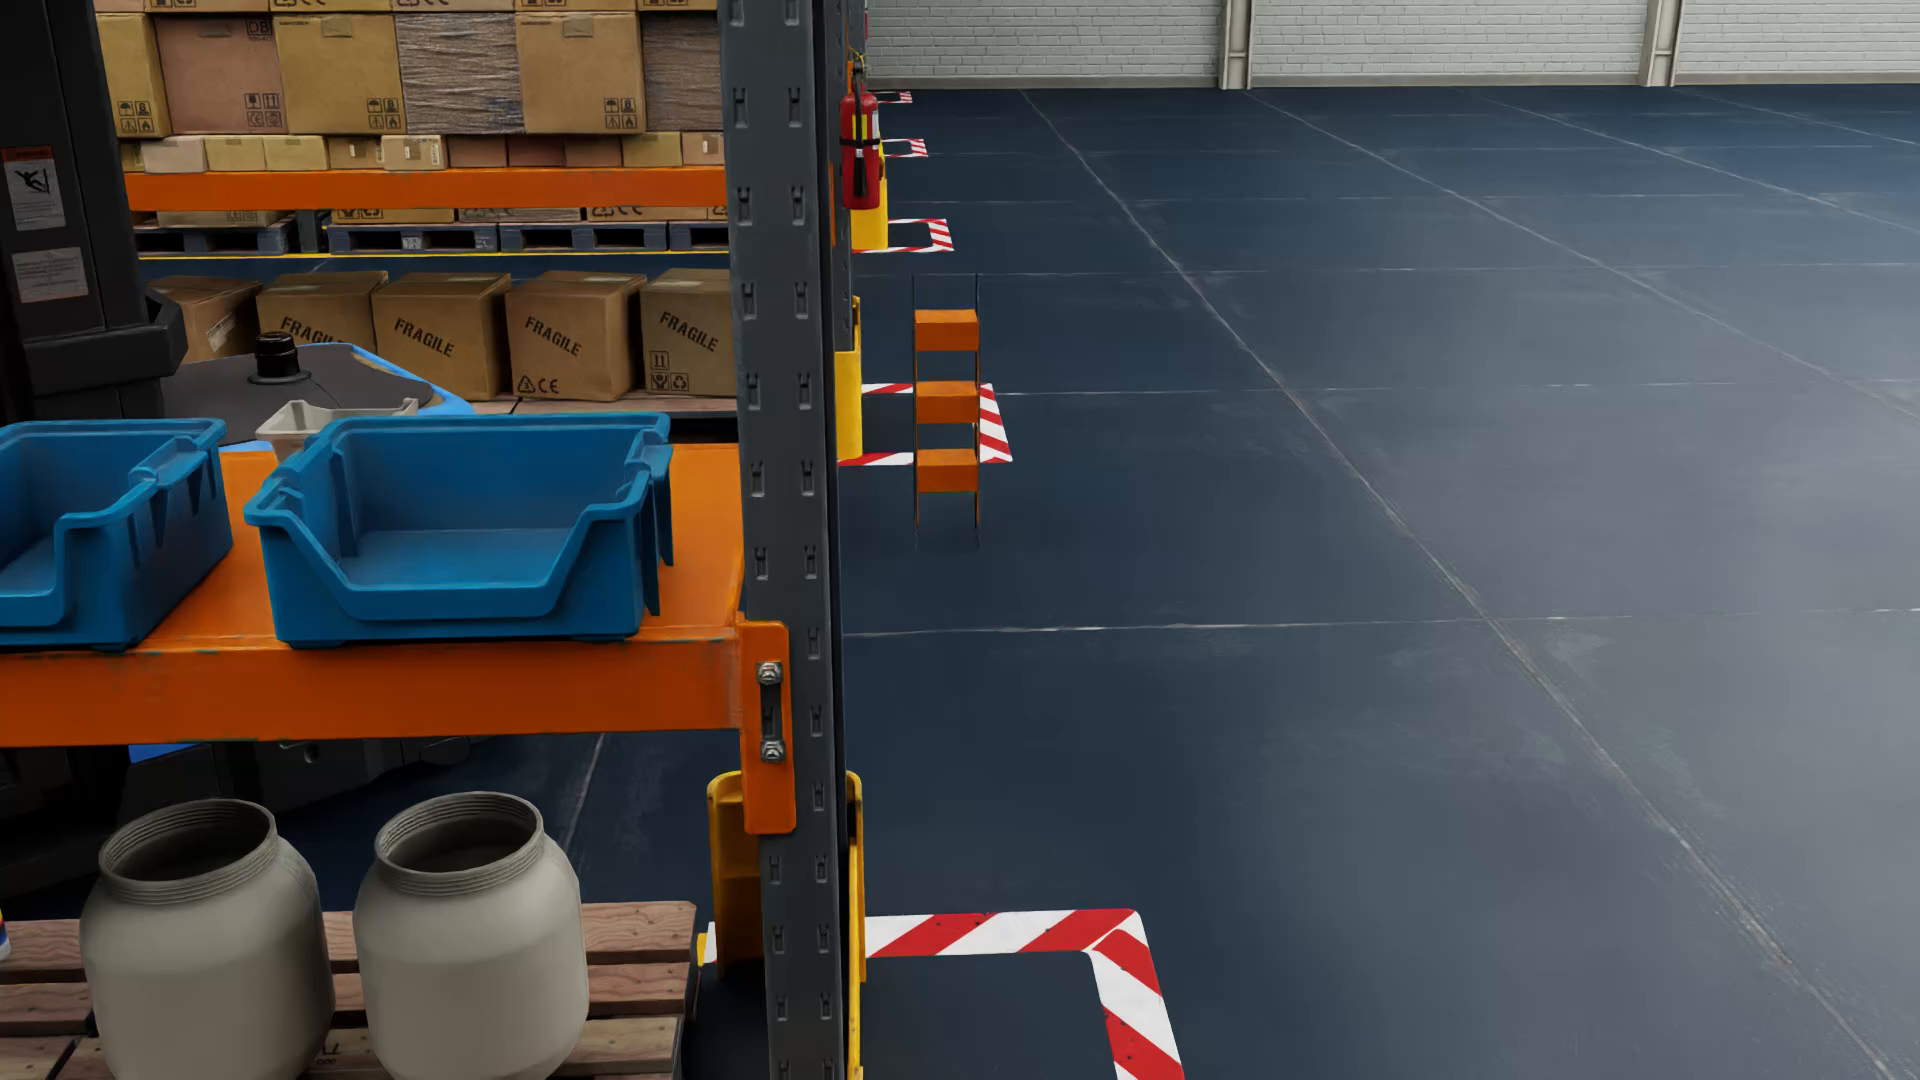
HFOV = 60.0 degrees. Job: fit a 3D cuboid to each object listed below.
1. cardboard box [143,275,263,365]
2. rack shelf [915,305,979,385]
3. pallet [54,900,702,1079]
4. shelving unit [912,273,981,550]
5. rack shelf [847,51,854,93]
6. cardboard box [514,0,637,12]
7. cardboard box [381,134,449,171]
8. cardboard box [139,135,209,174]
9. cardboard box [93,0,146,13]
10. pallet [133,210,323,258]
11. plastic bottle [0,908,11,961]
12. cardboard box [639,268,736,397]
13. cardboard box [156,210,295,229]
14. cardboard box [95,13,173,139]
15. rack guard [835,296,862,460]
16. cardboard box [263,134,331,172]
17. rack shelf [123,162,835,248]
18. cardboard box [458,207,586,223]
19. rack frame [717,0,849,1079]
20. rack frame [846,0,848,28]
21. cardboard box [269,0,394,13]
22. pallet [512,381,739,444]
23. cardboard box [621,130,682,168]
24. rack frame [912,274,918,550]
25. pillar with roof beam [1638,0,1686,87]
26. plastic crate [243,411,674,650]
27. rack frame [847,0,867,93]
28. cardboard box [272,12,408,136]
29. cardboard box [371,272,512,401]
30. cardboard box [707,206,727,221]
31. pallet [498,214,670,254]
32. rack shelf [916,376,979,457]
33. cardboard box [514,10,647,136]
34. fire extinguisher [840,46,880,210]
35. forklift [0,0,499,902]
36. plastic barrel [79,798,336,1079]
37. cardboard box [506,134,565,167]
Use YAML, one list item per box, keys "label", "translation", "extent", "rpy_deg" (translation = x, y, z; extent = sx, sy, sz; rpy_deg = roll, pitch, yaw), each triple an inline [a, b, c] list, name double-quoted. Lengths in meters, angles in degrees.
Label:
- label: "cardboard box"
  translation: [-3.598, -0.931, 7.773]
  extent: [0.500, 0.500, 0.500]
  rpy_deg: [5, 22, 14]
- label: "rack shelf"
  translation: [-0.053, -0.745, 6.334]
  extent: [0.240, 0.259, 0.215]
  rpy_deg: [-1, 21, -3]
- label: "pallet"
  translation: [-1.179, 1.120, 3.384]
  extent: [1.213, 0.211, 1.003]
  rpy_deg: [-1, 21, -3]
- label: "shelving unit"
  translation: [-0.053, -0.490, 6.431]
  extent: [0.252, 1.050, 0.215]
  rpy_deg: [-1, 21, -3]
- label: "rack shelf"
  translation: [-2.756, -3.363, 12.249]
  extent: [4.000, 0.370, 1.077]
  rpy_deg: [-1, 21, -3]
- label: "cardboard box"
  translation: [-1.611, -2.518, 7.054]
  extent: [0.500, 0.500, 0.500]
  rpy_deg: [-1, 21, -3]
- label: "cardboard box"
  translation: [-2.341, -1.712, 7.254]
  extent: [0.250, 0.149, 0.380]
  rpy_deg: [-1, 21, -3]
- label: "cardboard box"
  translation: [-3.339, -1.689, 7.195]
  extent: [0.250, 0.149, 0.380]
  rpy_deg: [-1, 21, -3]
- label: "cardboard box"
  translation: [-3.608, -2.477, 6.948]
  extent: [0.500, 0.500, 0.500]
  rpy_deg: [-1, 21, -3]
- label: "pallet"
  translation: [-5.519, -2.313, 12.399]
  extent: [1.213, 0.211, 1.003]
  rpy_deg: [-1, 21, -3]
- label: "plastic bottle"
  translation: [-2.122, 0.779, 3.575]
  extent: [0.097, 0.271, 0.097]
  rpy_deg: [0, 21, 0]
- label: "cardboard box"
  translation: [-1.201, -0.997, 7.947]
  extent: [0.500, 0.500, 0.500]
  rpy_deg: [3, 21, 7]
- label: "cardboard box"
  translation: [-5.367, -2.759, 12.223]
  extent: [0.750, 0.750, 1.050]
  rpy_deg: [-1, 21, -3]
- label: "cardboard box"
  translation: [-3.617, -2.065, 7.271]
  extent: [0.500, 0.500, 0.875]
  rpy_deg: [-1, 21, -3]
- label: "rack guard"
  translation: [-0.653, -0.806, 8.036]
  extent: [0.348, 0.500, 1.175]
  rpy_deg: [-1, 21, -3]
- label: "cardboard box"
  translation: [-2.842, -1.710, 7.250]
  extent: [0.250, 0.149, 0.380]
  rpy_deg: [-1, 21, -3]
- label: "rack shelf"
  translation: [-2.574, -1.599, 7.616]
  extent: [4.000, 0.370, 1.077]
  rpy_deg: [-1, 21, -3]
- label: "cardboard box"
  translation: [-3.221, -2.869, 12.338]
  extent: [0.875, 0.875, 0.875]
  rpy_deg: [-1, 21, -3]
- label: "rack frame"
  translation: [-0.294, -0.216, 2.974]
  extent: [0.127, 3.000, 1.000]
  rpy_deg: [-1, 21, -3]
- label: "rack frame"
  translation: [-1.143, -5.496, 16.841]
  extent: [0.127, 3.000, 1.000]
  rpy_deg: [-1, 21, -3]
- label: "cardboard box"
  translation: [-2.610, -2.501, 7.011]
  extent: [0.500, 0.500, 0.500]
  rpy_deg: [-1, 21, -3]
- label: "pallet"
  translation: [-1.466, -0.667, 8.077]
  extent: [1.213, 0.211, 1.003]
  rpy_deg: [-1, 21, -3]
- label: "cardboard box"
  translation: [-1.346, -1.751, 7.358]
  extent: [0.250, 0.149, 0.380]
  rpy_deg: [-1, 21, -3]
- label: "rack frame"
  translation: [-0.175, -0.487, 6.425]
  extent: [0.008, 1.050, 0.200]
  rpy_deg: [-1, 21, -3]
- label: "pillar with roof beam"
  translation: [10.050, -9.084, 17.832]
  extent: [0.400, 9.000, 9.100]
  rpy_deg: [-1, 21, -3]
- label: "plastic crate"
  translation: [-0.777, -0.030, 2.694]
  extent: [0.616, 0.251, 0.499]
  rpy_deg: [-1, 21, -3]
- label: "rack frame"
  translation: [-0.759, -3.740, 12.228]
  extent: [0.127, 3.000, 1.000]
  rpy_deg: [-1, 21, -3]
- label: "cardboard box"
  translation: [-2.622, -2.107, 7.380]
  extent: [0.500, 0.500, 0.875]
  rpy_deg: [-1, 21, -3]
- label: "cardboard box"
  translation: [-2.422, -0.967, 7.868]
  extent: [0.500, 0.500, 0.500]
  rpy_deg: [1, 21, 2]
- label: "cardboard box"
  translation: [-1.433, -2.906, 12.434]
  extent: [0.875, 0.875, 0.875]
  rpy_deg: [-1, 21, -3]
- label: "pallet"
  translation: [-2.768, -2.369, 12.546]
  extent: [1.213, 0.211, 1.003]
  rpy_deg: [-1, 21, -3]
- label: "rack shelf"
  translation: [-0.053, -0.480, 6.435]
  extent: [0.240, 0.259, 0.215]
  rpy_deg: [-1, 21, -3]
- label: "cardboard box"
  translation: [-1.620, -2.107, 7.382]
  extent: [0.500, 0.500, 0.875]
  rpy_deg: [-1, 21, -3]
- label: "fire extinguisher"
  translation: [-0.436, -1.778, 7.185]
  extent: [0.183, 0.674, 0.296]
  rpy_deg: [-1, 21, -3]
- label: "forklift"
  translation: [-2.791, -0.544, 3.930]
  extent: [3.031, 2.935, 1.130]
  rpy_deg: [-16, 26, -37]
- label: "plastic barrel"
  translation: [-1.447, 0.801, 3.208]
  extent: [0.421, 0.512, 0.421]
  rpy_deg: [0, 21, 0]
- label: "cardboard box"
  translation: [-1.849, -1.761, 7.384]
  extent: [0.250, 0.149, 0.380]
  rpy_deg: [-1, 21, -3]
